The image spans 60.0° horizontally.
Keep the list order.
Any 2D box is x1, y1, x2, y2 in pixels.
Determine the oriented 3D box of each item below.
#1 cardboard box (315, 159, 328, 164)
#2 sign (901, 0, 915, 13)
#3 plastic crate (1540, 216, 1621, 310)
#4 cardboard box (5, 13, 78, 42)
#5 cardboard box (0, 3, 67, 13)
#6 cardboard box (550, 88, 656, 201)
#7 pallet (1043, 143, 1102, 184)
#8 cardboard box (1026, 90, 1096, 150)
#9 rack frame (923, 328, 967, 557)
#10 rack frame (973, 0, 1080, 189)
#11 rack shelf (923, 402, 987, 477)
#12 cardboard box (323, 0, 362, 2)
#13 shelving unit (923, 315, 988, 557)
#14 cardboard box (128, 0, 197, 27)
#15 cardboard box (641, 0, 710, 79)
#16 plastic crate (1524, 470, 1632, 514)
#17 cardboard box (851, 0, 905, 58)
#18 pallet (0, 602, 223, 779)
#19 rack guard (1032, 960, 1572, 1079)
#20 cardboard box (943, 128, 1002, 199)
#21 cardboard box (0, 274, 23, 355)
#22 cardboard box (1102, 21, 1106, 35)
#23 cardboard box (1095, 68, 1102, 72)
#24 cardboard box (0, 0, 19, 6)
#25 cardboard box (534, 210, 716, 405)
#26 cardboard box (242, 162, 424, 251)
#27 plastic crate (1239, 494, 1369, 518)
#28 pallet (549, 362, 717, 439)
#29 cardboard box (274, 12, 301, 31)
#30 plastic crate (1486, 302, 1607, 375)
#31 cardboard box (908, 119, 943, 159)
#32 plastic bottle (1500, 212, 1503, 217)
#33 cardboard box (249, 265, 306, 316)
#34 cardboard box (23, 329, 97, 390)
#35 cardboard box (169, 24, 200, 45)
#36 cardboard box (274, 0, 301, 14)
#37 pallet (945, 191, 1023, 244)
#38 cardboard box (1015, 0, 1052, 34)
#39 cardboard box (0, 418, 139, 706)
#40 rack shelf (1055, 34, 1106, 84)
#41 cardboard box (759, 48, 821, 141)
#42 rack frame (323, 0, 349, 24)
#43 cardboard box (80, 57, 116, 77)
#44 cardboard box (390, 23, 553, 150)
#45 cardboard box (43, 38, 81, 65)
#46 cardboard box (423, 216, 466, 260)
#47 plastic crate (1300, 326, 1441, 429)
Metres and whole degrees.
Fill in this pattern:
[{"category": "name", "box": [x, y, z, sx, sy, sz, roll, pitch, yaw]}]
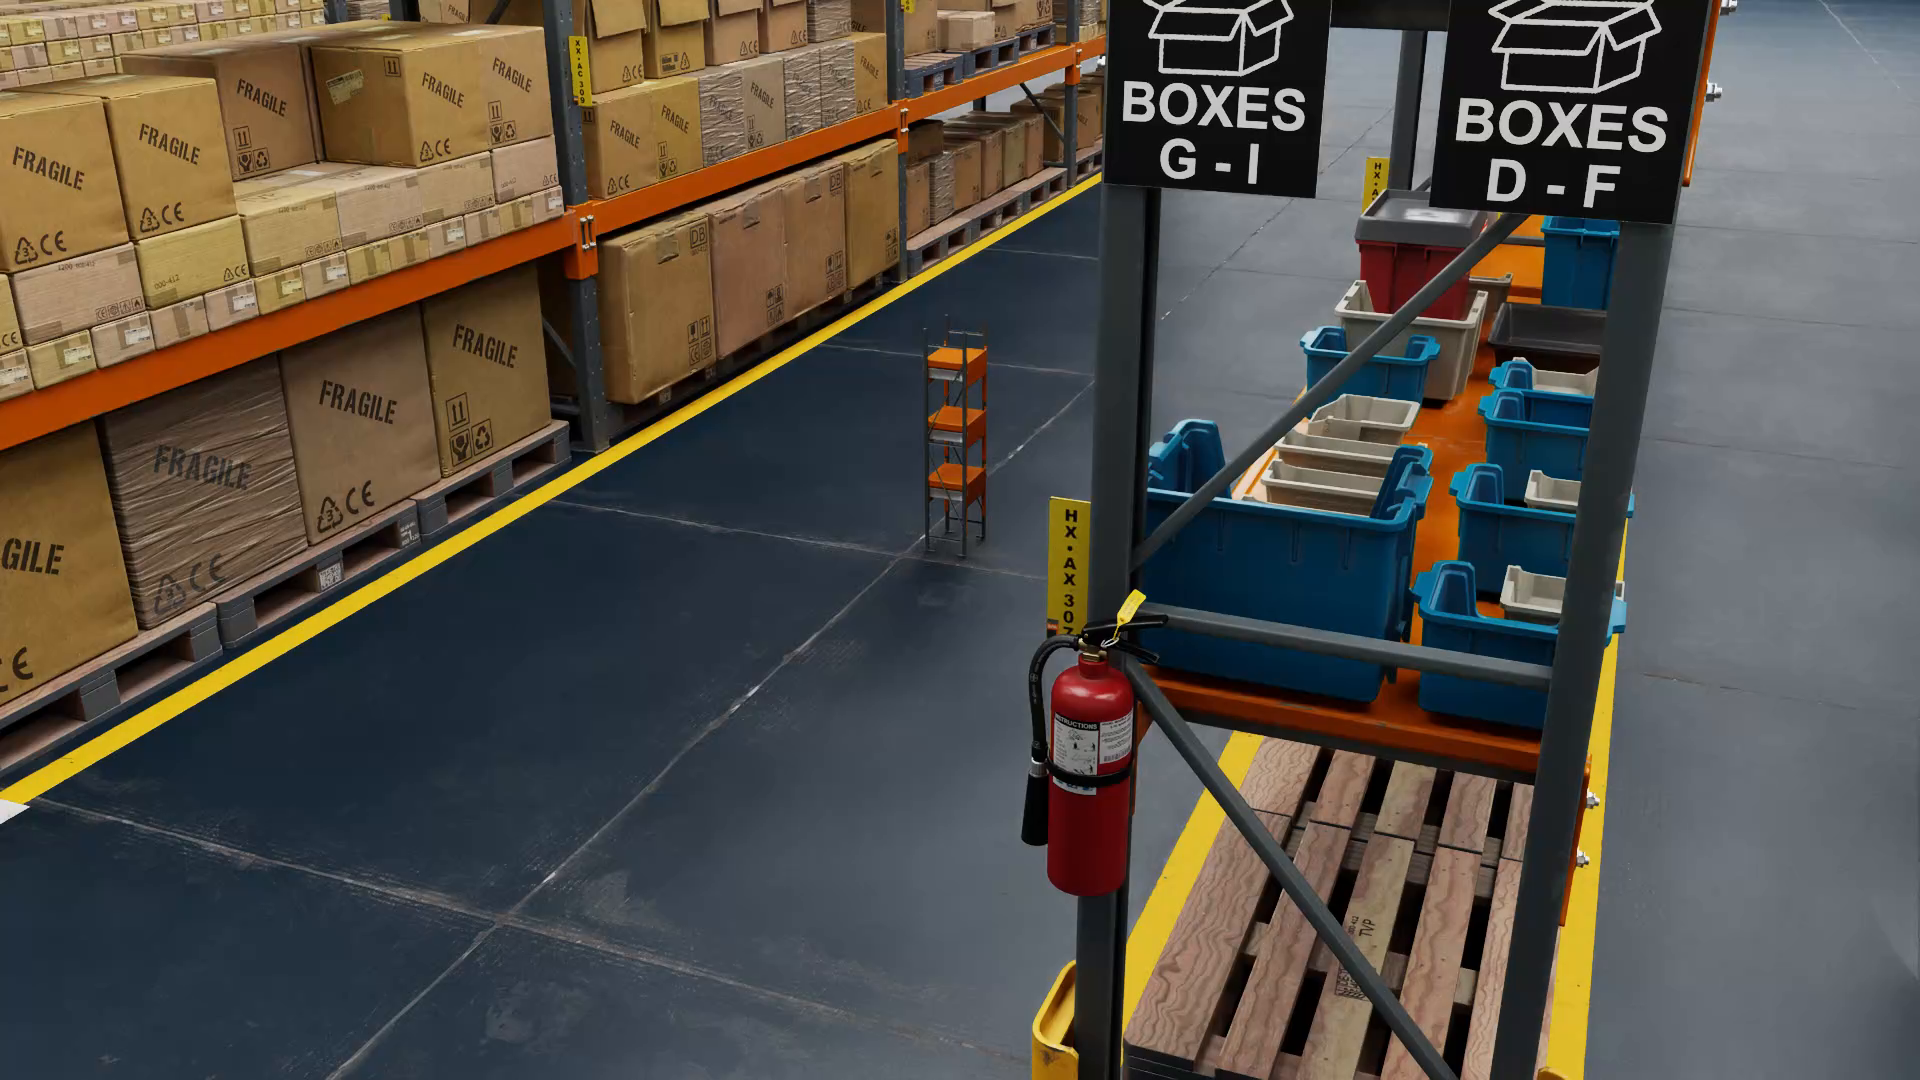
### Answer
[{"category": "cardboard box", "box": [-2.971, -1.684, 7.699, 0.500, 0.250, 0.500, 9, 24, 20]}, {"category": "sign", "box": [-0.361, -3.811, 11.481, 0.100, 0.325, 0.005, 9, 24, 20]}, {"category": "plastic crate", "box": [2.378, -1.019, 6.242, 0.392, 0.384, 0.575, 9, 24, 20]}, {"category": "cardboard box", "box": [-6.067, -3.379, 10.956, 0.380, 0.149, 0.250, 8, 24, 19]}, {"category": "cardboard box", "box": [-6.478, -3.661, 11.631, 0.380, 0.149, 0.250, 8, 24, 18]}, {"category": "cardboard box", "box": [-1.960, -2.099, 8.754, 0.500, 0.500, 0.500, 9, 24, 20]}, {"category": "pallet", "box": [0.825, -3.746, 16.443, 1.003, 0.211, 1.213, 9, 24, 20]}, {"category": "cardboard box", "box": [1.000, -4.171, 16.541, 0.500, 0.500, 0.500, 18, 29, 37]}, {"category": "rack frame", "box": [-0.065, -0.422, 7.397, 0.200, 1.050, 0.008, 9, 24, 20]}, {"category": "rack frame", "box": [0.608, -4.787, 15.318, 1.000, 3.000, 0.127, 9, 24, 20]}, {"category": "rack shelf", "box": [-0.020, -0.456, 7.506, 0.215, 0.259, 0.240, 9, 24, 20]}, {"category": "cardboard box", "box": [-5.269, -4.768, 13.847, 0.700, 0.500, 0.500, 9, 24, 20]}, {"category": "shelving unit", "box": [-0.020, -0.465, 7.502, 0.215, 1.050, 0.252, 9, 24, 20]}, {"category": "cardboard box", "box": [-5.684, -3.751, 11.847, 0.380, 0.149, 0.250, 10, 25, 23]}, {"category": "cardboard box", "box": [-1.868, -2.907, 9.386, 0.797, 0.503, 0.637, 9, 24, 21]}, {"category": "plastic crate", "box": [1.595, -0.076, 4.306, 0.250, 0.136, 0.298, 9, 24, 20]}, {"category": "cardboard box", "box": [-0.714, -3.794, 12.267, 0.500, 0.500, 0.500, 6, 23, 14]}, {"category": "pallet", "box": [-3.625, 0.497, 6.287, 1.003, 0.211, 1.213, 9, 24, 20]}, {"category": "rack guard", "box": [0.753, 1.380, 3.797, 1.175, 0.500, 0.348, 9, 24, 20]}, {"category": "cardboard box", "box": [-0.042, -3.252, 14.315, 0.700, 0.500, 0.500, 7, 24, 15]}, {"category": "cardboard box", "box": [-3.420, -0.694, 5.328, 0.500, 0.250, 0.500, 8, 24, 19]}, {"category": "cardboard box", "box": [1.223, -4.977, 16.099, 0.380, 0.149, 0.250, 9, 24, 20]}, {"category": "cardboard box", "box": [1.846, -5.038, 18.617, 0.500, 0.500, 0.500, 14, 26, 30]}, {"category": "cardboard box", "box": [-9.383, -5.225, 16.148, 0.380, 0.149, 0.250, 9, 24, 20]}, {"category": "cardboard box", "box": [-2.144, -1.369, 9.348, 1.225, 0.875, 0.875, 9, 24, 20]}, {"category": "cardboard box", "box": [-2.663, -1.428, 7.086, 0.500, 0.250, 0.500, 9, 24, 21]}, {"category": "plastic crate", "box": [0.884, -0.007, 4.140, 0.396, 0.136, 0.243, 9, 24, 20]}, {"category": "pallet", "box": [-2.147, -0.924, 9.689, 1.003, 0.211, 1.213, 9, 24, 20]}, {"category": "cardboard box", "box": [-5.304, -3.979, 12.780, 0.380, 0.149, 0.250, 10, 25, 22]}, {"category": "plastic crate", "box": [2.069, -0.677, 5.757, 0.437, 0.125, 0.590, 9, 24, 20]}, {"category": "cardboard box", "box": [-0.469, -3.186, 13.186, 0.500, 0.250, 0.500, 12, 25, 26]}, {"category": "plastic bottle", "box": [2.475, -1.613, 7.785, 0.144, 0.351, 0.185, 9, 24, 20]}, {"category": "cardboard box", "box": [-2.841, -1.007, 6.595, 0.380, 0.149, 0.250, 8, 24, 19]}, {"category": "cardboard box", "box": [-3.222, -0.640, 5.717, 0.380, 0.149, 0.250, 8, 24, 19]}, {"category": "cardboard box", "box": [-5.683, -3.613, 11.903, 0.380, 0.149, 0.250, 9, 24, 21]}, {"category": "cardboard box", "box": [-5.297, -4.124, 12.739, 0.380, 0.149, 0.250, 8, 24, 19]}, {"category": "pallet", "box": [-0.131, -2.783, 14.139, 1.003, 0.211, 1.213, 9, 24, 20]}, {"category": "cardboard box", "box": [0.183, -4.993, 14.489, 1.000, 1.000, 1.000, 9, 24, 20]}, {"category": "cardboard box", "box": [-3.686, 0.054, 5.942, 0.875, 0.875, 0.875, 9, 24, 20]}, {"category": "rack shelf", "box": [1.351, -5.171, 17.170, 1.077, 0.370, 4.000, 9, 24, 20]}, {"category": "cardboard box", "box": [-1.211, -2.826, 10.493, 0.500, 0.500, 0.500, 8, 24, 18]}, {"category": "rack frame", "box": [-5.445, -4.102, 13.678, 1.000, 3.000, 0.127, 9, 24, 20]}, {"category": "cardboard box", "box": [-5.975, -3.193, 11.284, 0.380, 0.149, 0.250, 8, 24, 18]}, {"category": "cardboard box", "box": [-2.286, -2.135, 7.806, 0.500, 0.500, 0.500, 10, 24, 22]}, {"category": "cardboard box", "box": [-6.072, -3.239, 11.008, 0.380, 0.149, 0.250, 8, 24, 18]}, {"category": "cardboard box", "box": [-2.459, -1.376, 7.479, 0.380, 0.149, 0.250, 9, 24, 21]}, {"category": "plastic crate", "box": [1.274, -0.506, 5.208, 0.416, 0.233, 0.300, 9, 24, 20]}]
